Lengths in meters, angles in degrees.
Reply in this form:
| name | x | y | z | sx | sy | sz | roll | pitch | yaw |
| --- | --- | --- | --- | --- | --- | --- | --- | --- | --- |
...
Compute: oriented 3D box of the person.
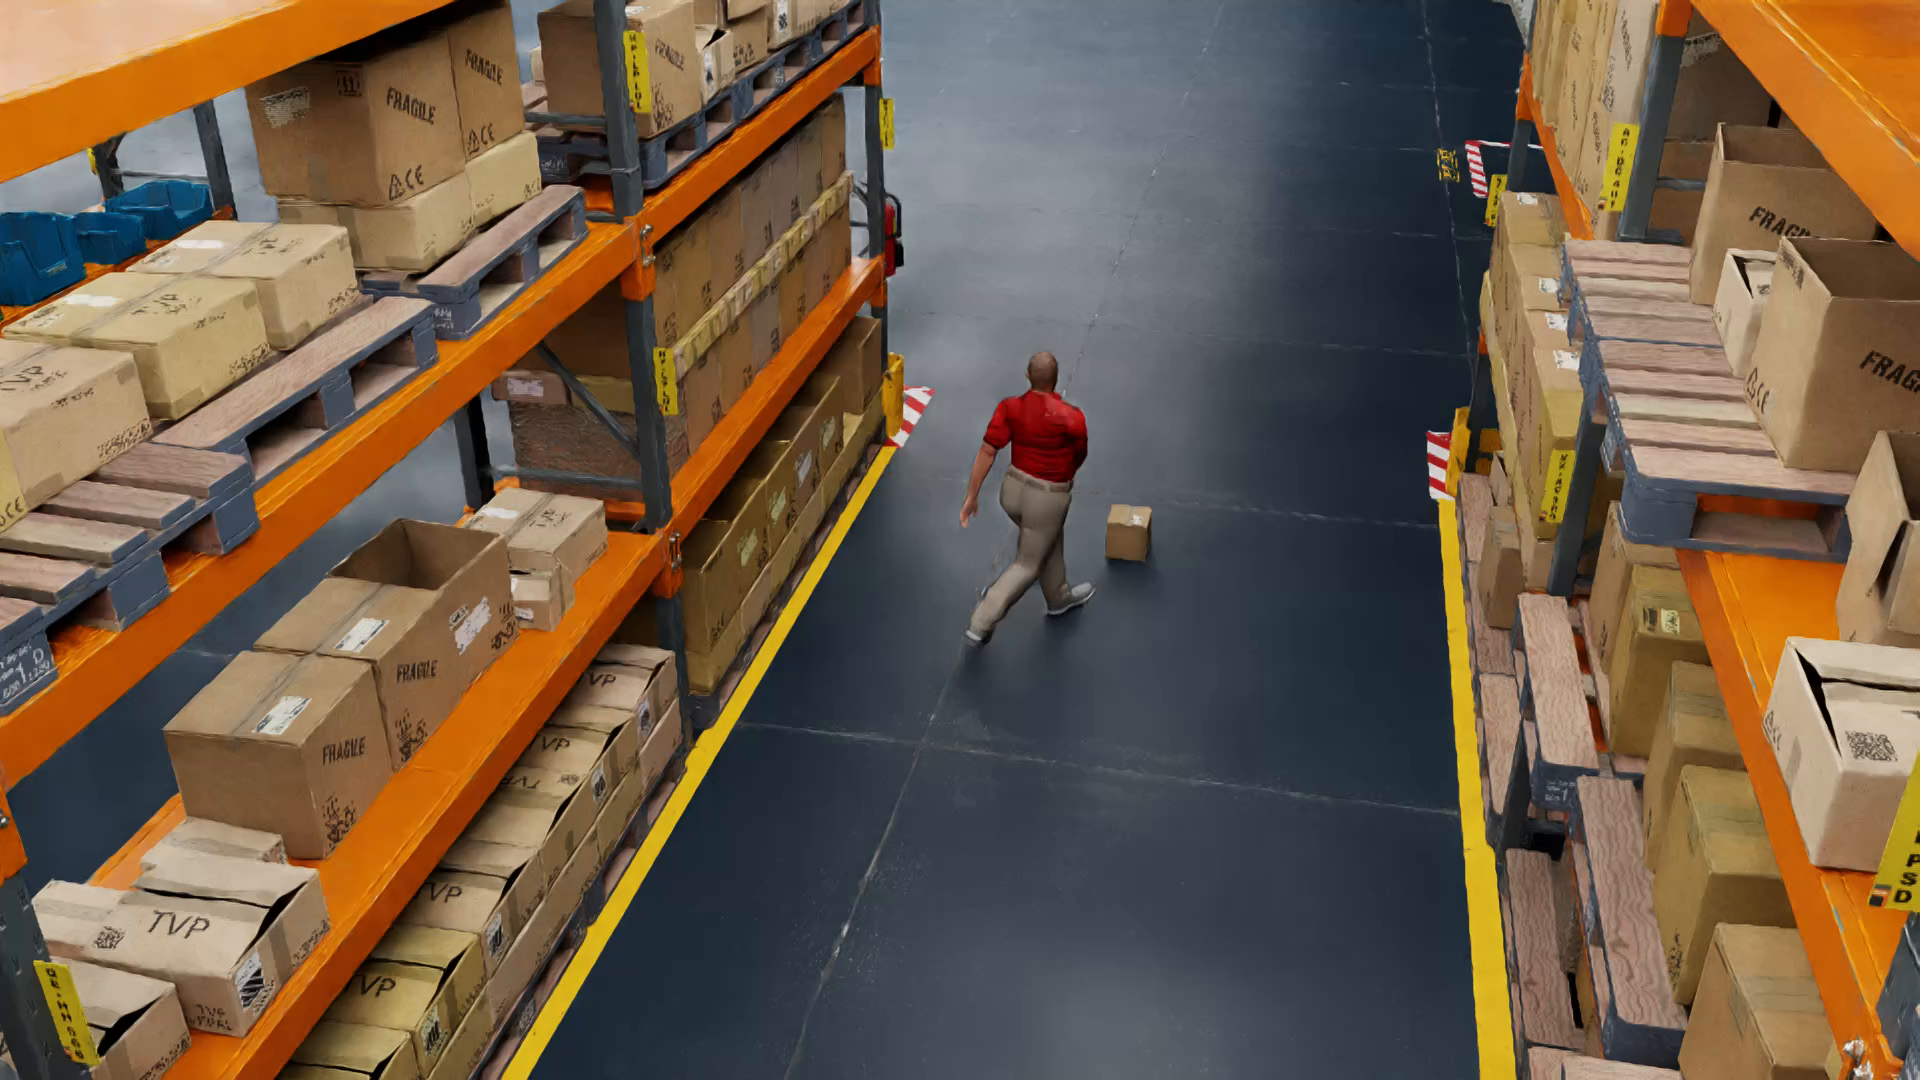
| name | x | y | z | sx | sy | sz | roll | pitch | yaw |
| --- | --- | --- | --- | --- | --- | --- | --- | --- | --- |
| person | 0.424 | -0.243 | 9.105 | 0.520 | 1.670 | 0.962 | 24 | 37 | 37 |
